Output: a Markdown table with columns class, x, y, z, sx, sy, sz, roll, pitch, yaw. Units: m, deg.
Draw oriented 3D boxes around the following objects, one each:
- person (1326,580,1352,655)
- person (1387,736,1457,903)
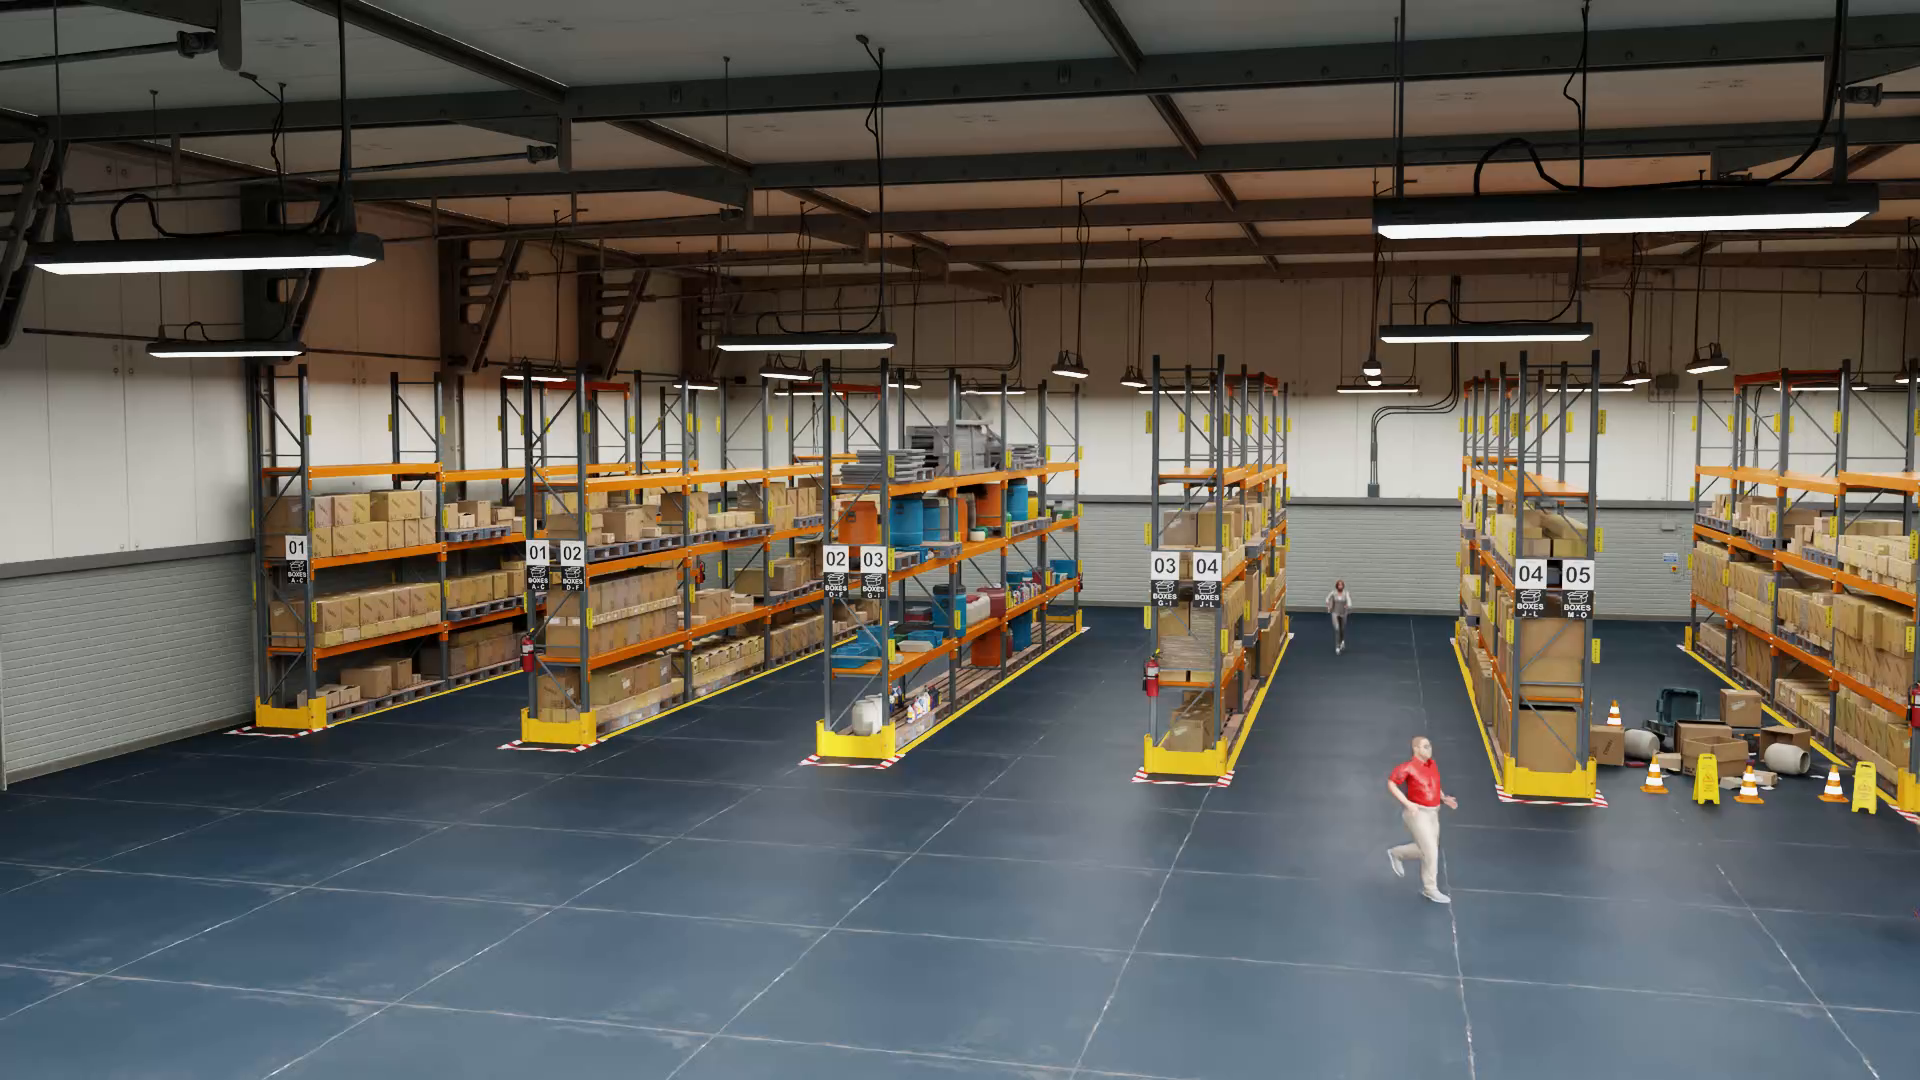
| class | x | y | z | sx | sy | sz | roll | pitch | yaw |
| --- | --- | --- | --- | --- | --- | --- | --- | --- | --- |
| person | 8.328 | 1.636 | 36.563 | 0.548 | 1.521 | 0.865 | 1 | 4 | 8 |
| person | 4.877 | 2.945 | 17.730 | 0.663 | 1.721 | 0.843 | -3 | 5 | -40 |
